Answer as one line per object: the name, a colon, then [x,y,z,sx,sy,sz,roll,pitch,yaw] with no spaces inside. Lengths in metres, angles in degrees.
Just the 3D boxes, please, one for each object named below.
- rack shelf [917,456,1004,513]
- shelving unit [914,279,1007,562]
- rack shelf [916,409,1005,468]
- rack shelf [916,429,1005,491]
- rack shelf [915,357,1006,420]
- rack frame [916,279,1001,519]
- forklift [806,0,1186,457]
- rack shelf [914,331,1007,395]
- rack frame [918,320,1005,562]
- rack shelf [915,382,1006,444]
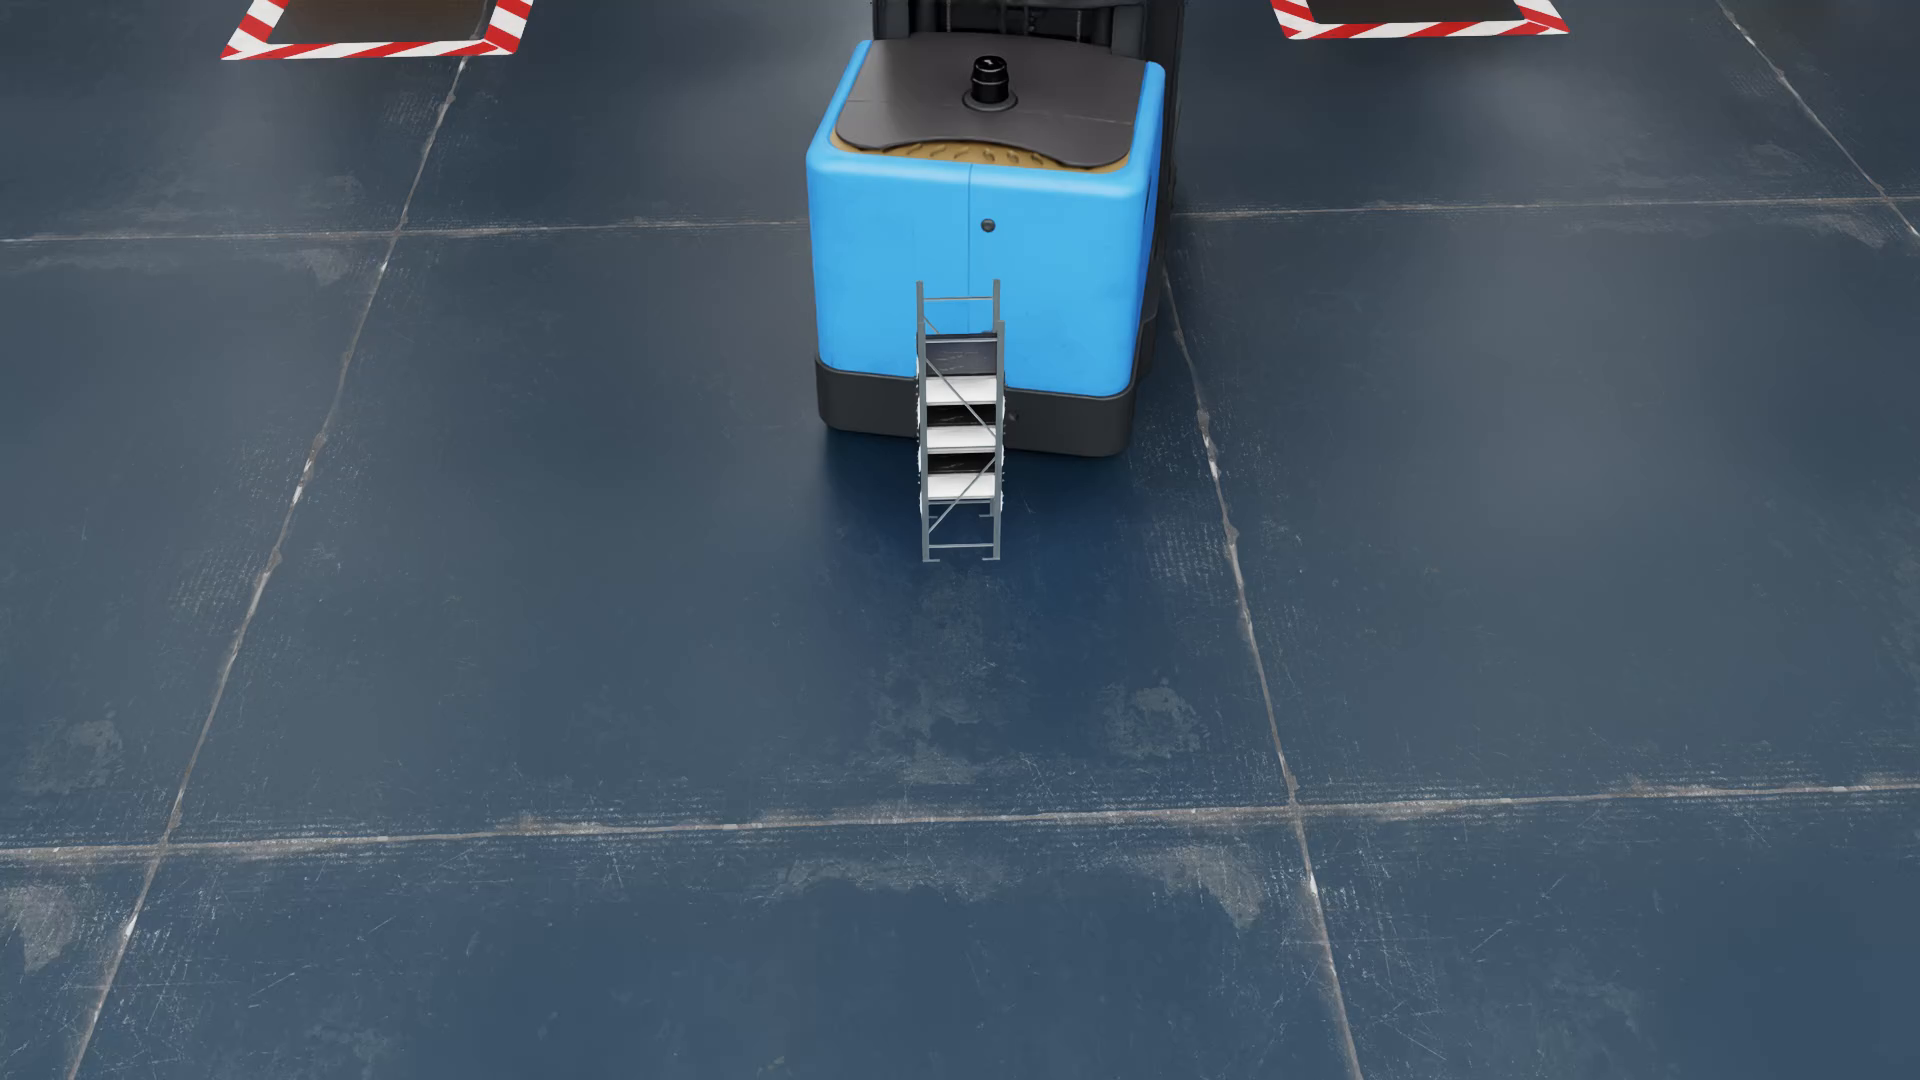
rack shelf: [0.000,-0.180,5.096,0.258,0.077,0.200,-2,43,-2]
shelving unit: [0.000,-0.337,4.952,0.258,0.900,0.210,-2,43,-2]
rack shelf: [0.000,-0.313,4.974,0.258,0.077,0.200,-2,43,-2]
rack shelf: [0.000,-0.246,5.035,0.258,0.077,0.200,-2,43,-2]
rack shelf: [0.000,-0.445,4.853,0.258,0.077,0.200,-2,43,-2]
rack frame: [-0.005,-0.406,5.027,0.240,0.900,0.006,-2,43,-2]
forklift: [0.277,-2.354,5.649,1.130,2.935,3.031,7,43,7]
rack shelf: [0.000,-0.512,4.792,0.258,0.077,0.200,-2,43,-2]
rack frame: [0.004,-0.269,4.877,0.240,0.900,0.006,-2,43,-2]
rack shelf: [0.000,-0.379,4.914,0.258,0.077,0.200,-2,43,-2]
